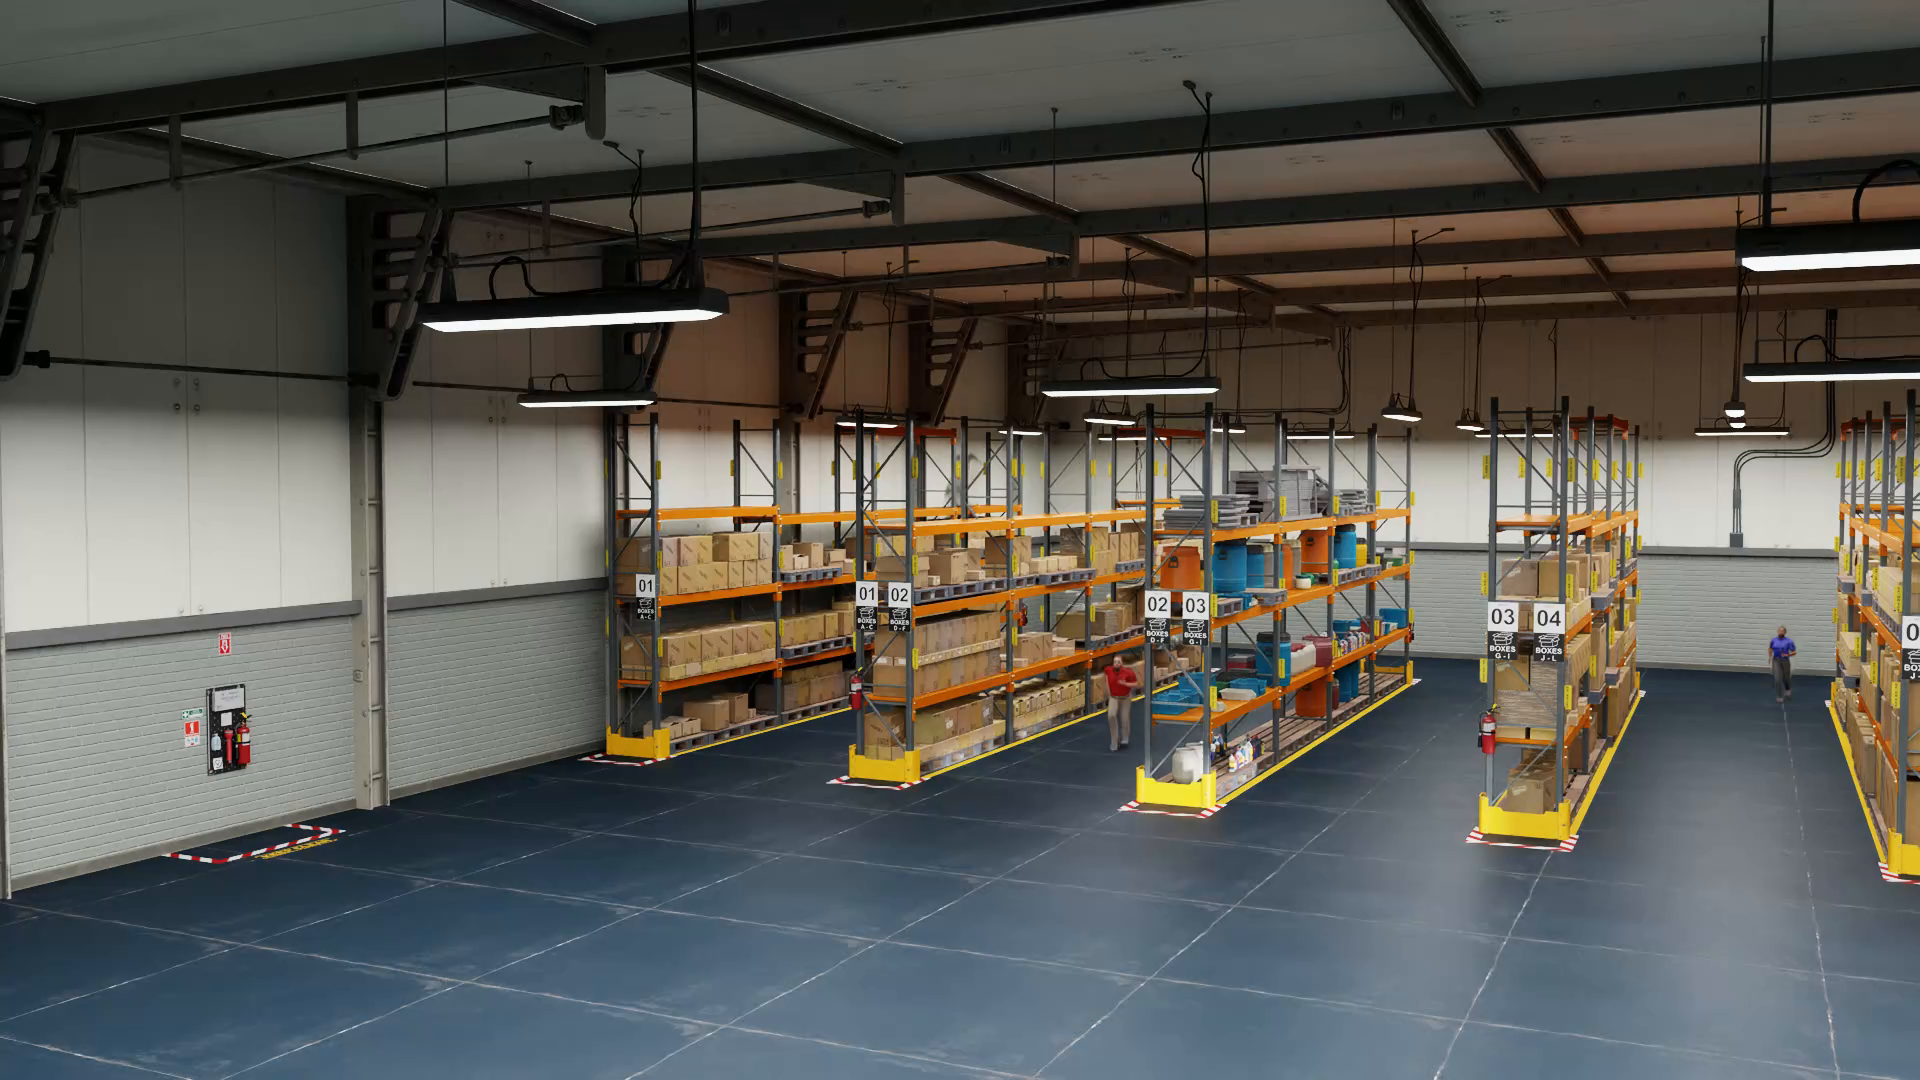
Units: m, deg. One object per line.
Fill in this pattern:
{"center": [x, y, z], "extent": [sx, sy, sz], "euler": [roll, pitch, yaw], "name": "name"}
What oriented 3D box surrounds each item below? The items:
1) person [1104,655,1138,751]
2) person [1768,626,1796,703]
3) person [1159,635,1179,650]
{"center": [2.881, 2.916, 29.840], "extent": [0.650, 1.736, 0.947], "euler": [1, 2, 13], "name": "person"}
{"center": [17.749, 2.678, 35.920], "extent": [0.578, 1.612, 0.775], "euler": [2, 3, 36], "name": "person"}
{"center": [5.365, 2.340, 42.689], "extent": [0.860, 1.783, 0.664], "euler": [1, 3, 27], "name": "person"}
